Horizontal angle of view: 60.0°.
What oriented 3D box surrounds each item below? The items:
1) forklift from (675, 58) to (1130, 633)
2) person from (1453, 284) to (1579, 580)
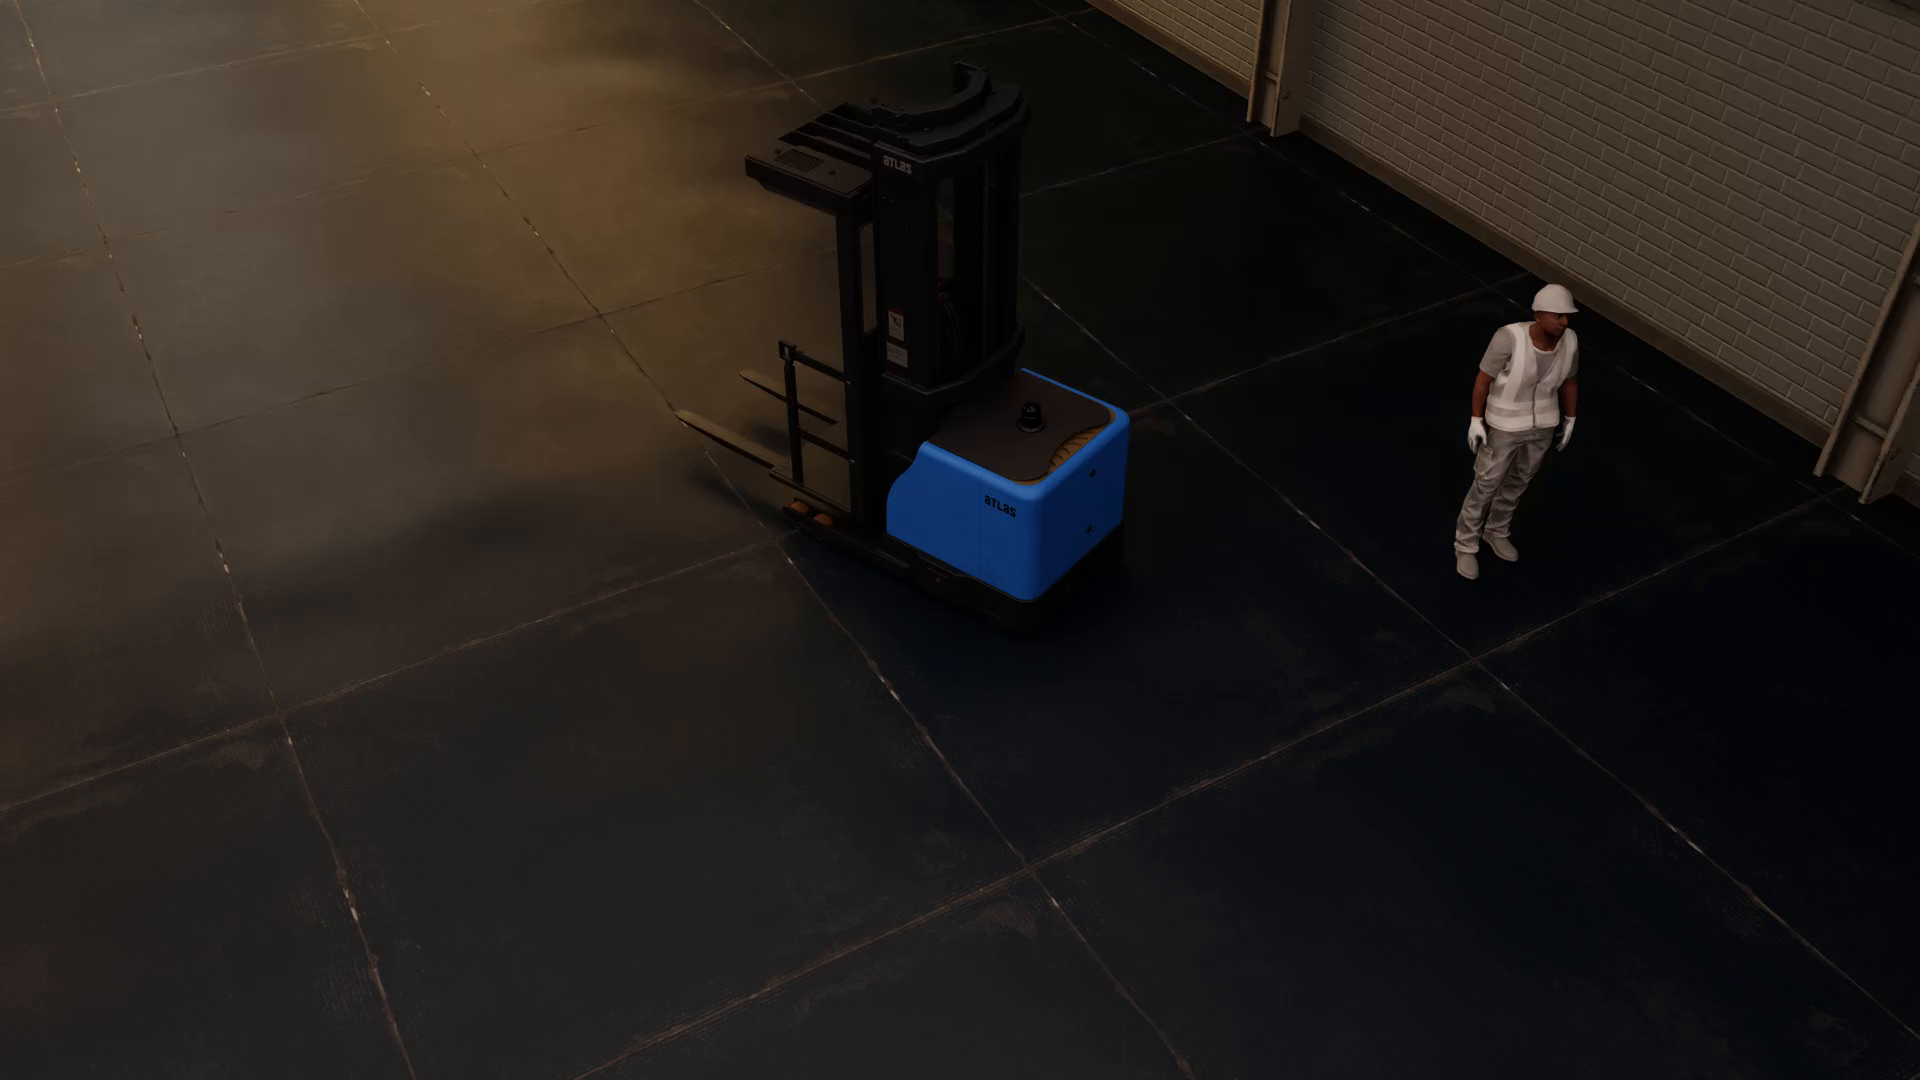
[{"bbox_3d":[-0.481,-1.366,9.683,3.031,2.935,1.130,26,46,28],"label":"forklift"},{"bbox_3d":[3.293,-0.634,9.689,0.656,1.781,0.579,-6,40,-7],"label":"person"}]
